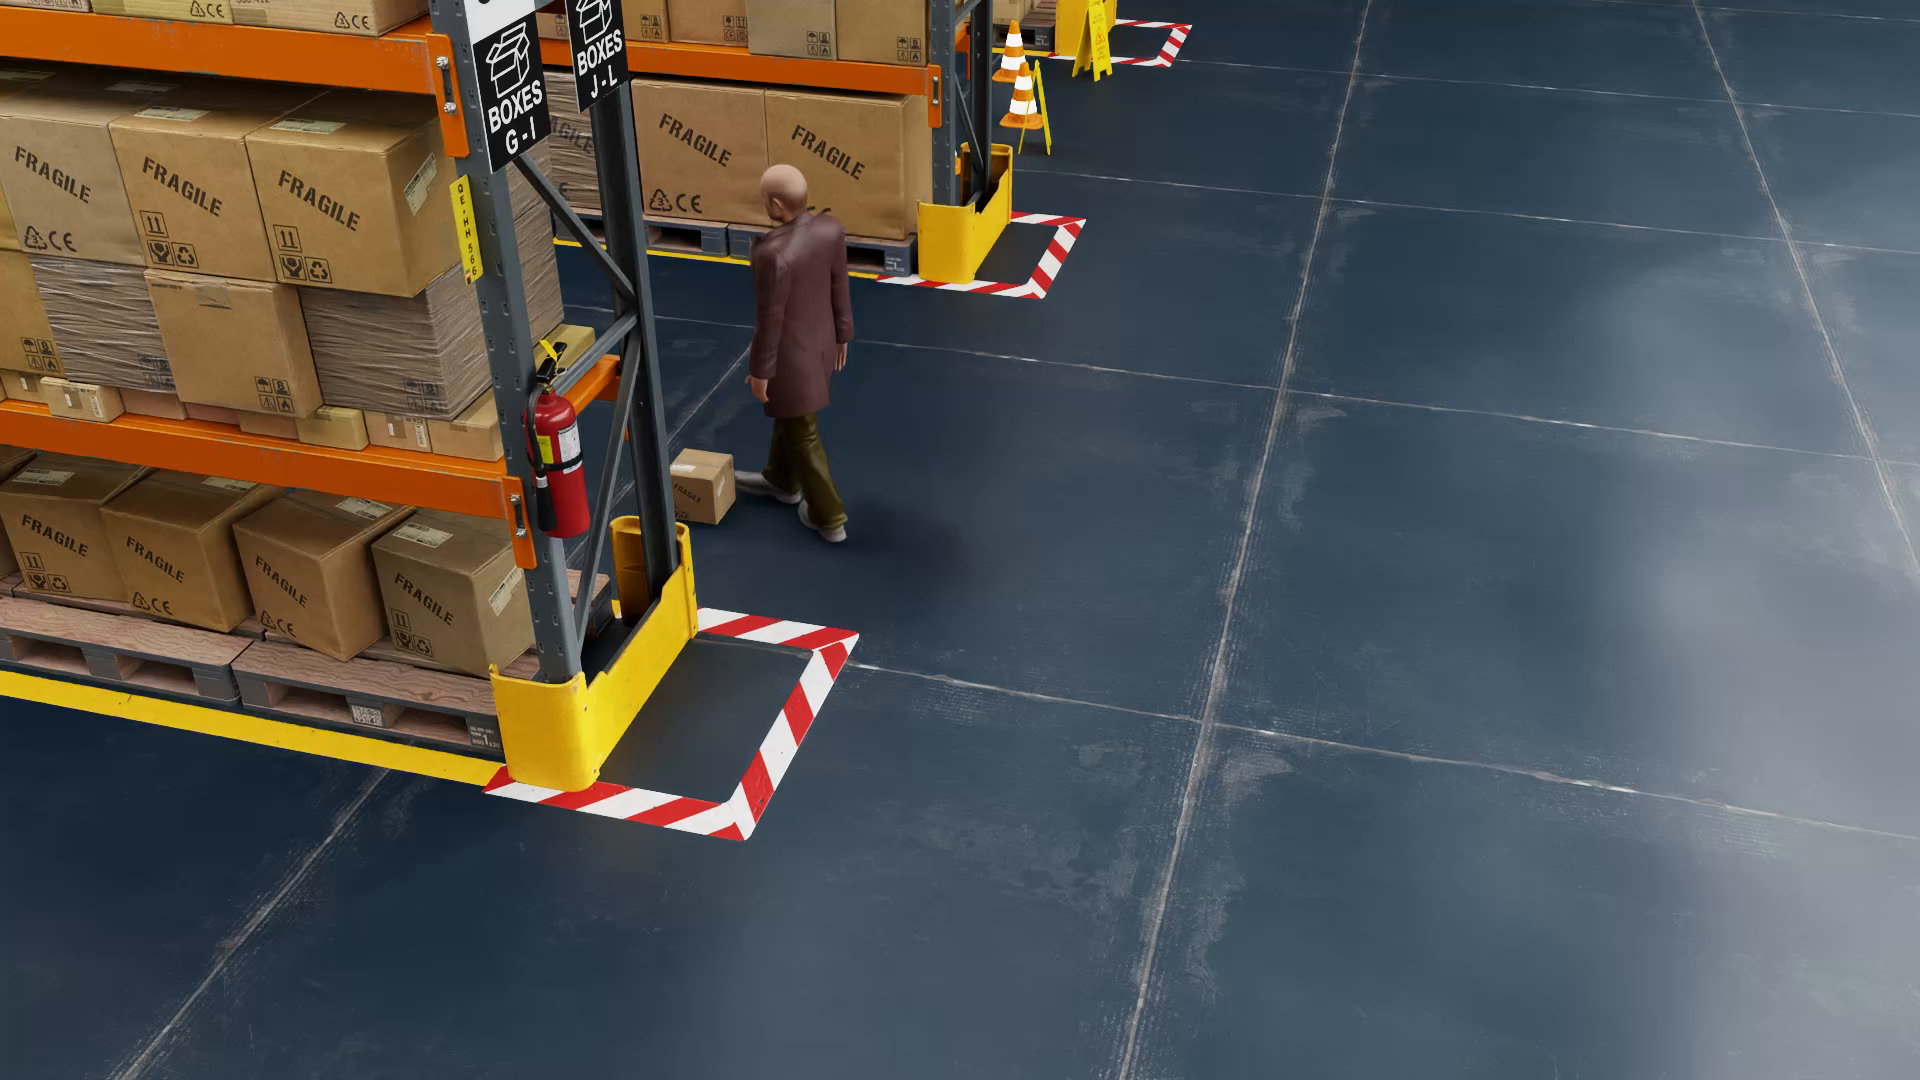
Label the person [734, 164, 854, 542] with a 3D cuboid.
[{"bbox_3d":[-0.824,-0.862,7.504,0.754,1.770,0.599,18,37,26],"label":"person"}]
